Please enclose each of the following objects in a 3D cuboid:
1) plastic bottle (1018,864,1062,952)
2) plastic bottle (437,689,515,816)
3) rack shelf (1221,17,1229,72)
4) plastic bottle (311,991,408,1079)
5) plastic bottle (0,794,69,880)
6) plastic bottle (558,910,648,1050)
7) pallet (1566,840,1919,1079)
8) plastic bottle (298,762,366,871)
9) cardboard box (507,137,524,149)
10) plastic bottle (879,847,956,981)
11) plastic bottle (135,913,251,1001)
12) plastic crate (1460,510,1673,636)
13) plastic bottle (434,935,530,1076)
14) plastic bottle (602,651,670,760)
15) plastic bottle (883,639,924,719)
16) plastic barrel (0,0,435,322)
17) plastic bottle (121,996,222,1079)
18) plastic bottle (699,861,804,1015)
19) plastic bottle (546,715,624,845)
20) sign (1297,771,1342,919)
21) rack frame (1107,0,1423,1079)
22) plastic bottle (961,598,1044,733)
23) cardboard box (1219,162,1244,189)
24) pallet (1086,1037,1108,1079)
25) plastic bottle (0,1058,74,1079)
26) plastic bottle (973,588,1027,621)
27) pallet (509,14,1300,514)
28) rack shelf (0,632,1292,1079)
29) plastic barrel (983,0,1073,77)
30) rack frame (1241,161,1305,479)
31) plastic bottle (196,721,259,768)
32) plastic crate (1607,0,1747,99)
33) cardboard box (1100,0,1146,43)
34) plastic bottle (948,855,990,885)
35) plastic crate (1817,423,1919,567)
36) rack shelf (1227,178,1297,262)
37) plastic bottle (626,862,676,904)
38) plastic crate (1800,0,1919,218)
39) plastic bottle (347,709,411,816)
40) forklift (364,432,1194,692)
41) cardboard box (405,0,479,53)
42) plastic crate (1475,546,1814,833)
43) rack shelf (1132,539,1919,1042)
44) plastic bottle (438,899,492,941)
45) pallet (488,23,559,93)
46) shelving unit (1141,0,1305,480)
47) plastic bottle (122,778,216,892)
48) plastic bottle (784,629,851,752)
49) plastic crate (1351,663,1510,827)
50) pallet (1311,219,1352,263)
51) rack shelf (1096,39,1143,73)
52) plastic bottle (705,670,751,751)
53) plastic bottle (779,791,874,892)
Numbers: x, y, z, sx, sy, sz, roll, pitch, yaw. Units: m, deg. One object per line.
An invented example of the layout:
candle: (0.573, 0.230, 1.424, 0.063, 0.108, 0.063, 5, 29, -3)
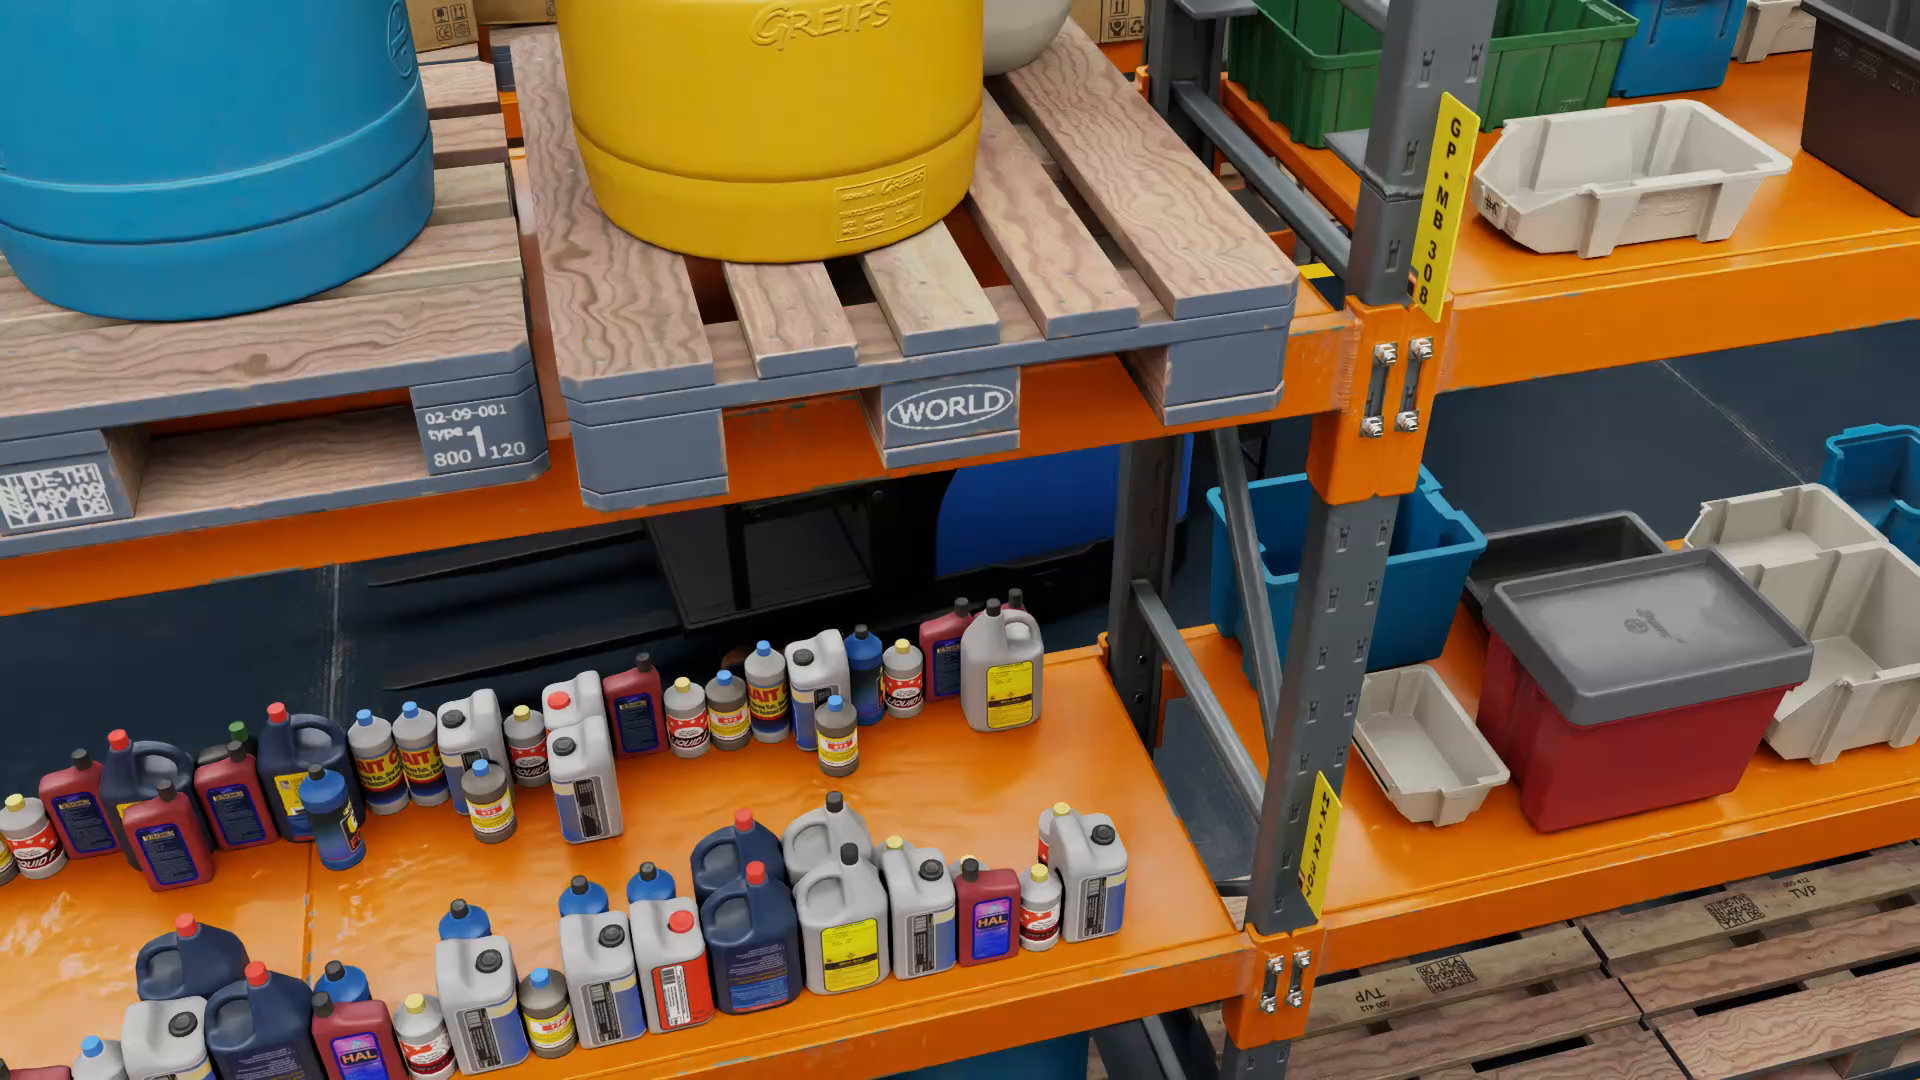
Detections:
plastic bottle: (0.162, 0.754, 3.459, 0.097, 0.201, 0.097, 0, 37, 0)
plastic bottle: (-1.101, 0.471, 3.767, 0.135, 0.276, 0.152, -9, 38, -12)
rack shelf: (0.960, -1.596, 5.978, 0.480, 0.518, 0.431, -13, 39, -16)
plastic bottle: (-1.138, 0.946, 3.140, 0.133, 0.283, 0.061, -9, 38, -12)
plastic bottle: (-2.022, 0.635, 3.615, 0.097, 0.201, 0.097, 0, 37, 0)
plastic bottle: (-0.702, 0.849, 3.273, 0.135, 0.276, 0.152, -9, 38, -12)
pallet: (2.443, 1.162, 5.058, 1.213, 0.211, 1.003, -9, 38, -12)
plastic bottle: (-1.370, 0.591, 3.615, 0.097, 0.271, 0.097, 0, 37, 0)
cardboard box: (-2.220, -1.905, 7.849, 0.500, 0.250, 0.500, -9, 38, -12)
plastic bottle: (-0.086, 0.748, 3.405, 0.135, 0.276, 0.152, -9, 38, -12)
plastic bottle: (-1.472, 0.853, 3.207, 0.185, 0.351, 0.144, -9, 38, -12)
plastic crate: (1.574, 0.139, 4.276, 0.590, 0.125, 0.437, -9, 38, -12)
plastic bottle: (-0.926, 0.886, 3.225, 0.135, 0.276, 0.152, -9, 38, -12)
plastic bottle: (-0.759, 0.384, 3.876, 0.133, 0.283, 0.061, -9, 38, -12)
plastic bottle: (-0.137, 0.326, 4.019, 0.097, 0.201, 0.097, 0, 37, 0)
plastic barrel: (-1.044, -0.808, 2.111, 0.708, 0.901, 0.600, -9, 38, -12)
plastic bottle: (-1.457, 0.973, 3.111, 0.135, 0.276, 0.152, -9, 38, -12)
plastic bottle: (-0.417, 0.775, 3.308, 0.185, 0.351, 0.144, -9, 38, -12)
plastic bottle: (-0.837, 0.524, 3.698, 0.135, 0.276, 0.152, -9, 38, -12)
sign: (0.705, 0.602, 3.267, 0.005, 0.325, 0.100, -9, 38, -12)
rack frame: (0.563, 0.389, 3.773, 0.127, 3.000, 1.000, -9, 38, -12)
plastic bottle: (0.100, 0.280, 3.955, 0.185, 0.351, 0.144, -9, 38, -12)
cardboard box: (1.088, -2.001, 8.590, 0.637, 0.503, 0.797, -9, 38, -12)
pallet: (-0.192, 1.594, 4.492, 1.213, 0.211, 1.003, -9, 38, -12)
plastic bottle: (-1.669, 1.034, 3.026, 0.133, 0.283, 0.061, -9, 38, -12)
plastic bottle: (0.098, 0.243, 4.059, 0.133, 0.283, 0.061, -9, 38, -12)
pallet: (-0.168, -0.546, 2.682, 1.003, 0.211, 1.213, -9, 38, -12)
rack shelf: (-1.367, 0.991, 3.577, 4.000, 0.370, 1.077, -9, 38, -12)
plastic barrel: (-0.010, -1.087, 2.776, 0.433, 0.535, 0.433, 0, 37, 0)
rack frame: (1.189, -1.102, 6.462, 0.015, 2.100, 0.400, -13, 39, -16)
plastic bottle: (-1.608, 0.523, 3.693, 0.133, 0.283, 0.061, -9, 38, -12)
plastic crate: (1.359, -1.068, 3.346, 0.300, 0.233, 0.416, -9, 38, -12)
cardboard box: (0.816, -2.639, 7.648, 0.500, 0.500, 0.500, -10, 38, -12)
plastic bottle: (0.018, 0.740, 3.478, 0.097, 0.201, 0.097, 0, 37, 0)
plastic crate: (2.540, -0.100, 4.500, 0.300, 0.233, 0.416, -9, 38, -12)
rack shelf: (0.960, -1.040, 6.403, 0.480, 0.518, 0.431, -13, 39, -16)
plastic bottle: (-0.623, 0.760, 3.394, 0.097, 0.271, 0.097, 0, 37, 0)
plastic crate: (1.834, -0.787, 2.948, 0.590, 0.269, 0.497, -9, 38, -12)
plastic bottle: (-1.314, 0.491, 3.745, 0.097, 0.271, 0.097, 0, 37, 0)
forklift: (-0.687, -0.979, 5.618, 3.031, 2.935, 1.130, -13, 39, -16)
cardboard box: (-2.414, -2.408, 7.001, 0.500, 0.500, 0.700, -19, 41, -23)
plastic crate: (1.491, 0.345, 3.728, 0.583, 0.464, 0.402, -9, 38, -12)
rack shelf: (2.494, 0.358, 4.406, 4.000, 0.370, 1.077, -9, 38, -12)
plastic bottle: (-0.977, 0.818, 3.318, 0.097, 0.271, 0.097, 0, 37, 0)
pallet: (-1.524, -2.378, 7.548, 1.213, 0.211, 1.003, -9, 38, -12)
shelving unit: (0.960, -1.051, 6.395, 0.503, 2.100, 0.431, -13, 39, -16)
plastic bottle: (-1.700, 0.629, 3.555, 0.133, 0.283, 0.061, -9, 38, -12)
plastic bottle: (-0.336, 0.346, 3.931, 0.135, 0.276, 0.152, -9, 38, -12)
plastic crate: (1.050, 0.480, 3.822, 0.243, 0.136, 0.396, -9, 38, -12)
pallet: (2.294, -1.904, 9.066, 1.213, 0.211, 1.003, -9, 38, -12)
rack shelf: (1.206, -2.548, 8.205, 4.000, 0.370, 1.077, -9, 38, -12)
plastic bottle: (-0.549, 0.393, 3.931, 0.097, 0.201, 0.097, 0, 37, 0)
plastic bottle: (-0.276, 0.661, 3.457, 0.185, 0.351, 0.144, -9, 38, -12)
